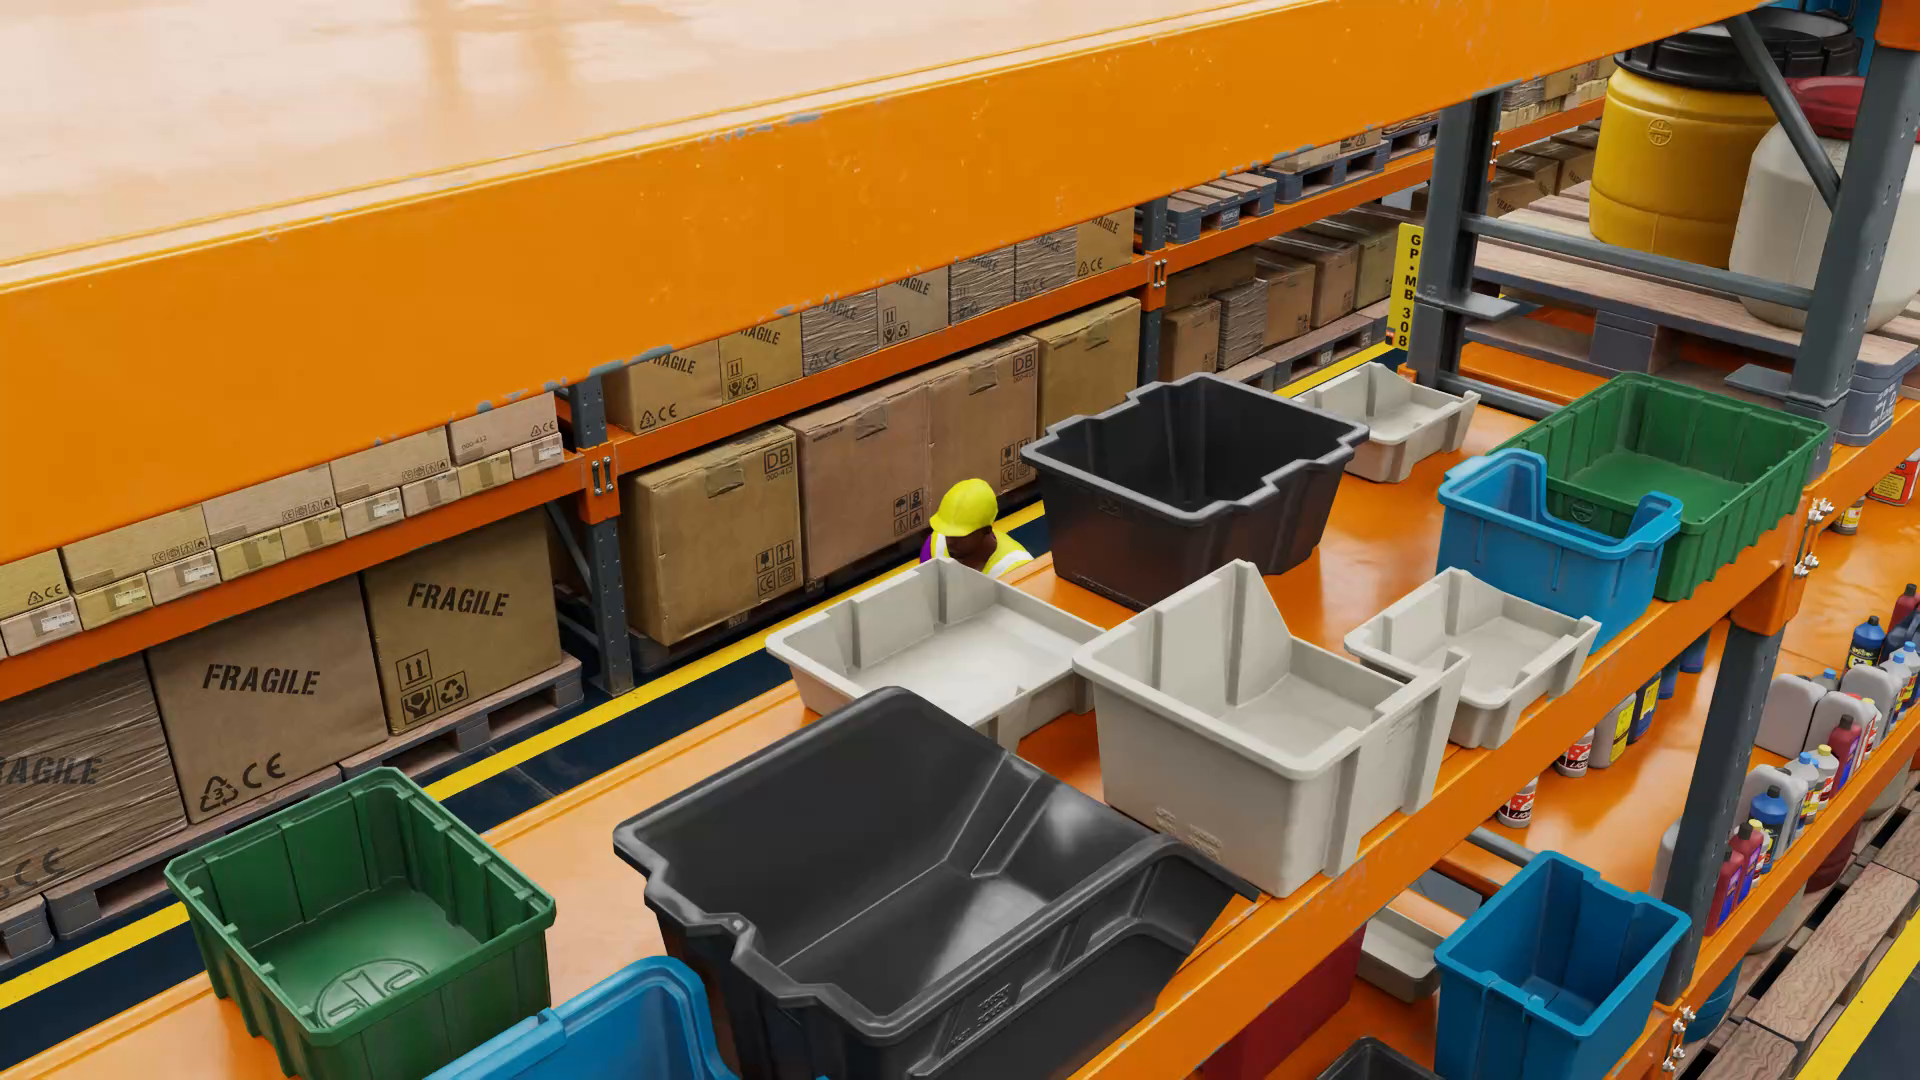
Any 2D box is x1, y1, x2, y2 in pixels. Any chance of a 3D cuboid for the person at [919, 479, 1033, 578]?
[{"bbox_3d":[0.052,0.537,6.574,0.634,1.760,0.459,22,35,36],"label":"person"}]
